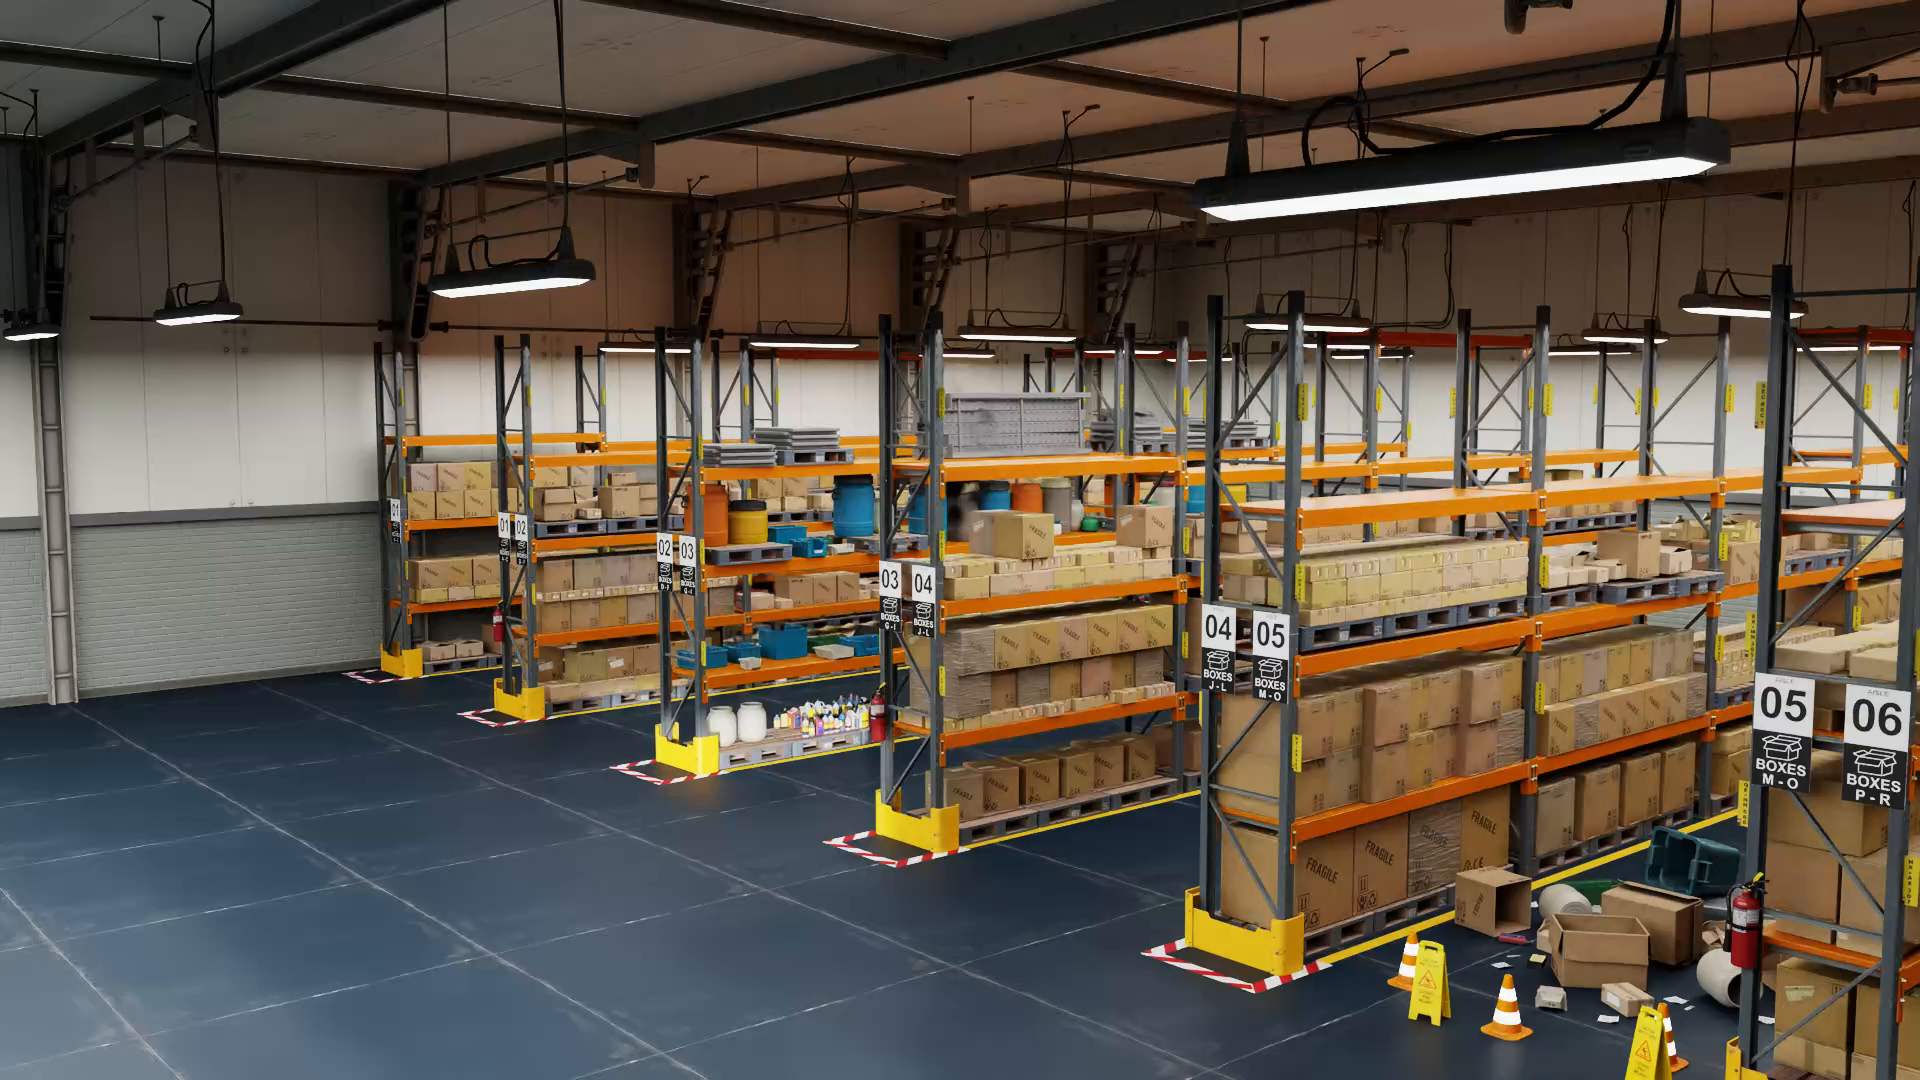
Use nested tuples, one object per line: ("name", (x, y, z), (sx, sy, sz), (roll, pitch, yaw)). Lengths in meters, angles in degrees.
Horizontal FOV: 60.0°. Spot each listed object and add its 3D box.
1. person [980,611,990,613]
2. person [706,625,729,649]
("person", (0.464, 1.386, 28.748), (0.655, 1.791, 0.738), (5, 7, 42))
("person", (-4.458, 1.528, 30.691), (0.784, 1.715, 0.639), (-5, 7, -41))
